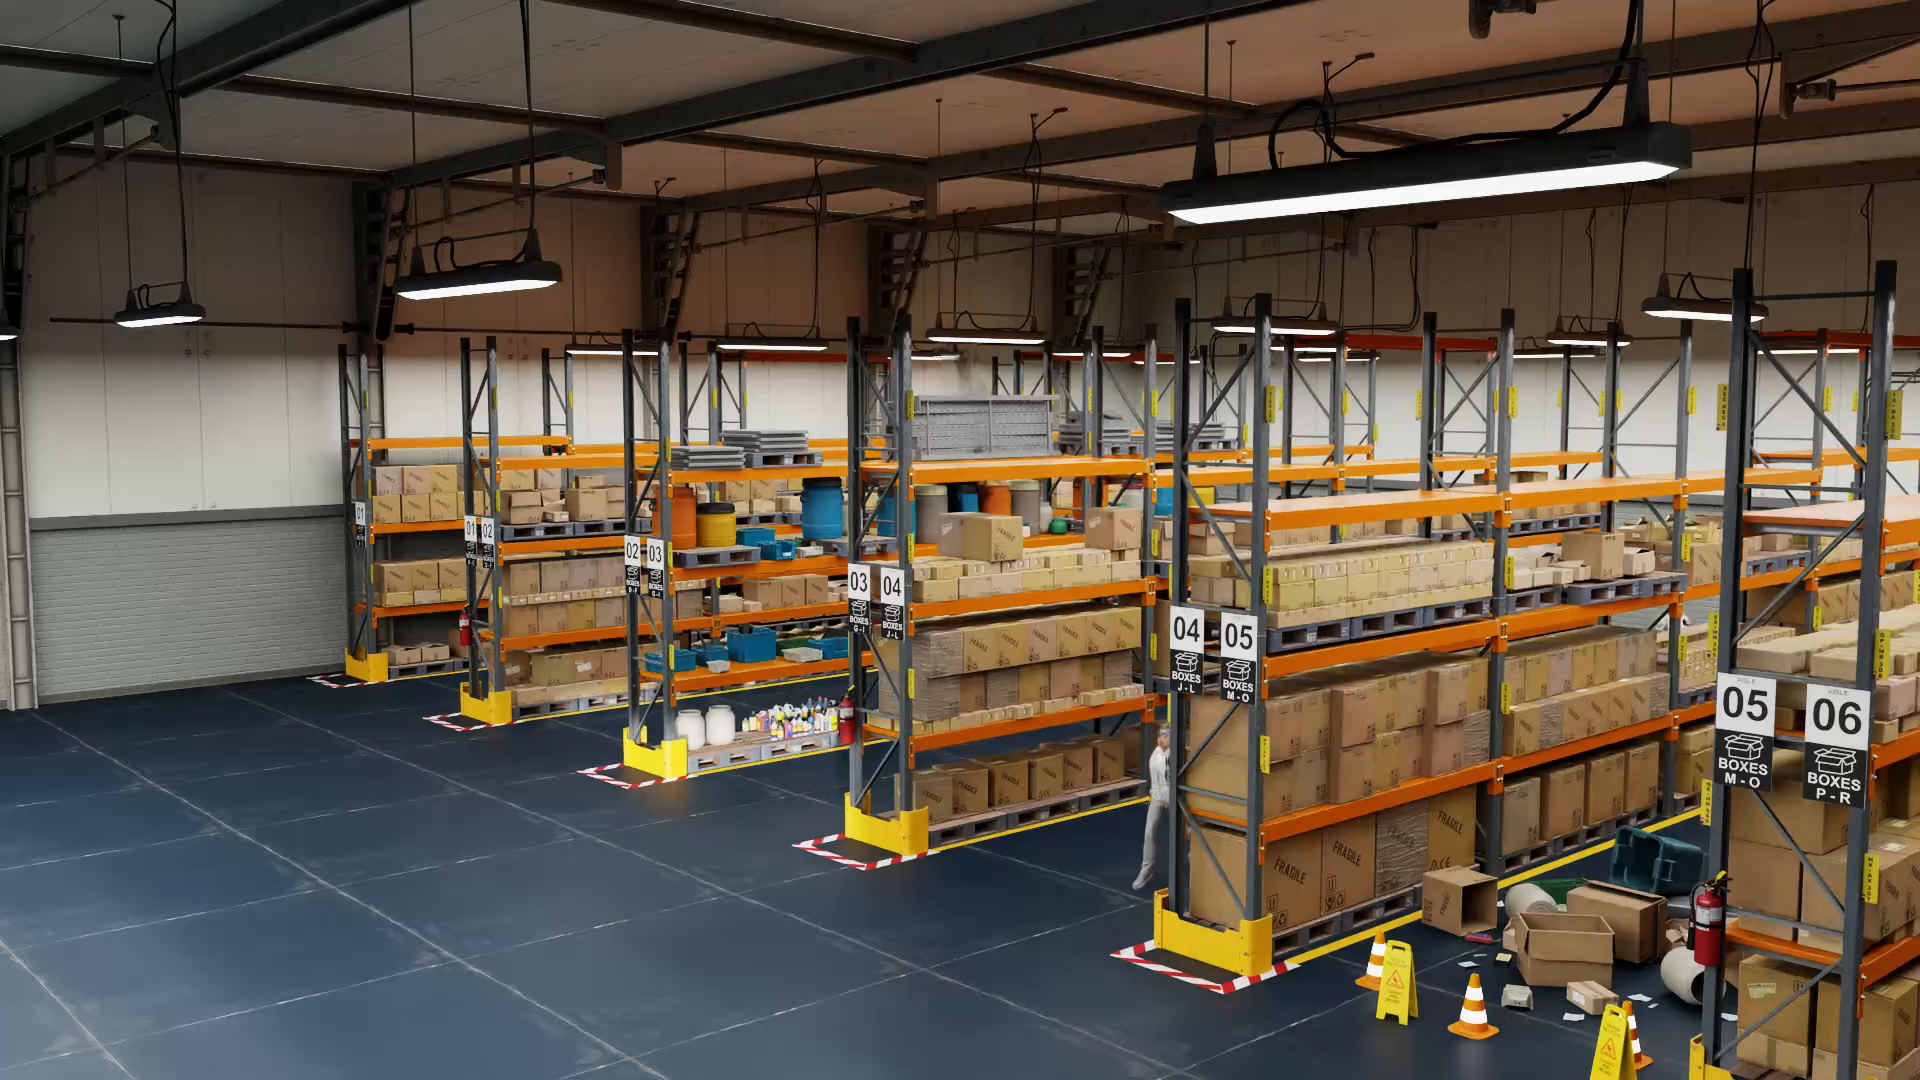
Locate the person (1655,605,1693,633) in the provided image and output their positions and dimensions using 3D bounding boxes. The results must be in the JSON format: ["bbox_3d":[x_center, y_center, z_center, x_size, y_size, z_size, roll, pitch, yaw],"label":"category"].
[{"bbox_3d":[12.117,1.848,28.197,0.643,1.672,0.854,2,5,21],"label":"person"}]

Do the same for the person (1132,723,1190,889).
[{"bbox_3d":[2.234,2.762,17.580,0.583,1.706,1.096,4,7,40],"label":"person"}]
